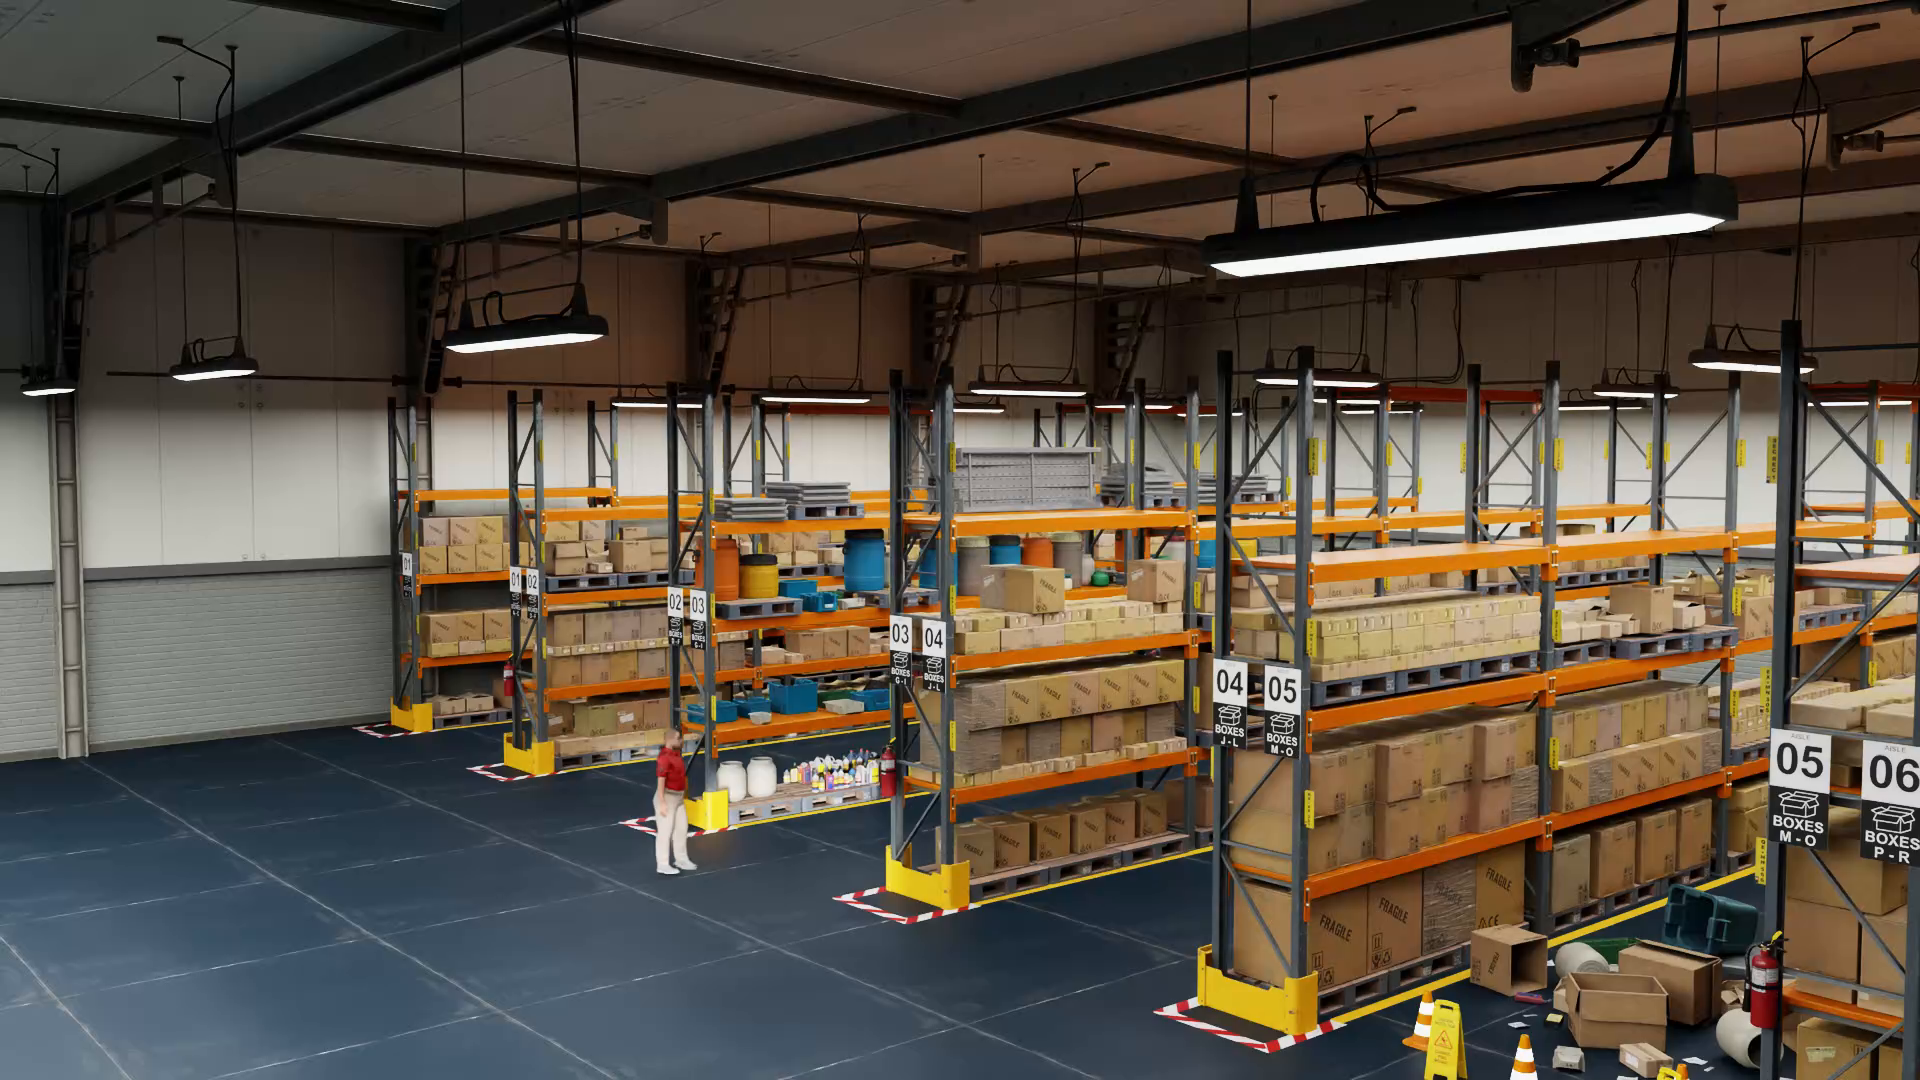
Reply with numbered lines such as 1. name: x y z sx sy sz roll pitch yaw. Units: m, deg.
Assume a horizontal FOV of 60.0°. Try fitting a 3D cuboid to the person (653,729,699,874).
1. person: -3.434 3.157 19.990 0.443 1.766 0.621 1 3 11
